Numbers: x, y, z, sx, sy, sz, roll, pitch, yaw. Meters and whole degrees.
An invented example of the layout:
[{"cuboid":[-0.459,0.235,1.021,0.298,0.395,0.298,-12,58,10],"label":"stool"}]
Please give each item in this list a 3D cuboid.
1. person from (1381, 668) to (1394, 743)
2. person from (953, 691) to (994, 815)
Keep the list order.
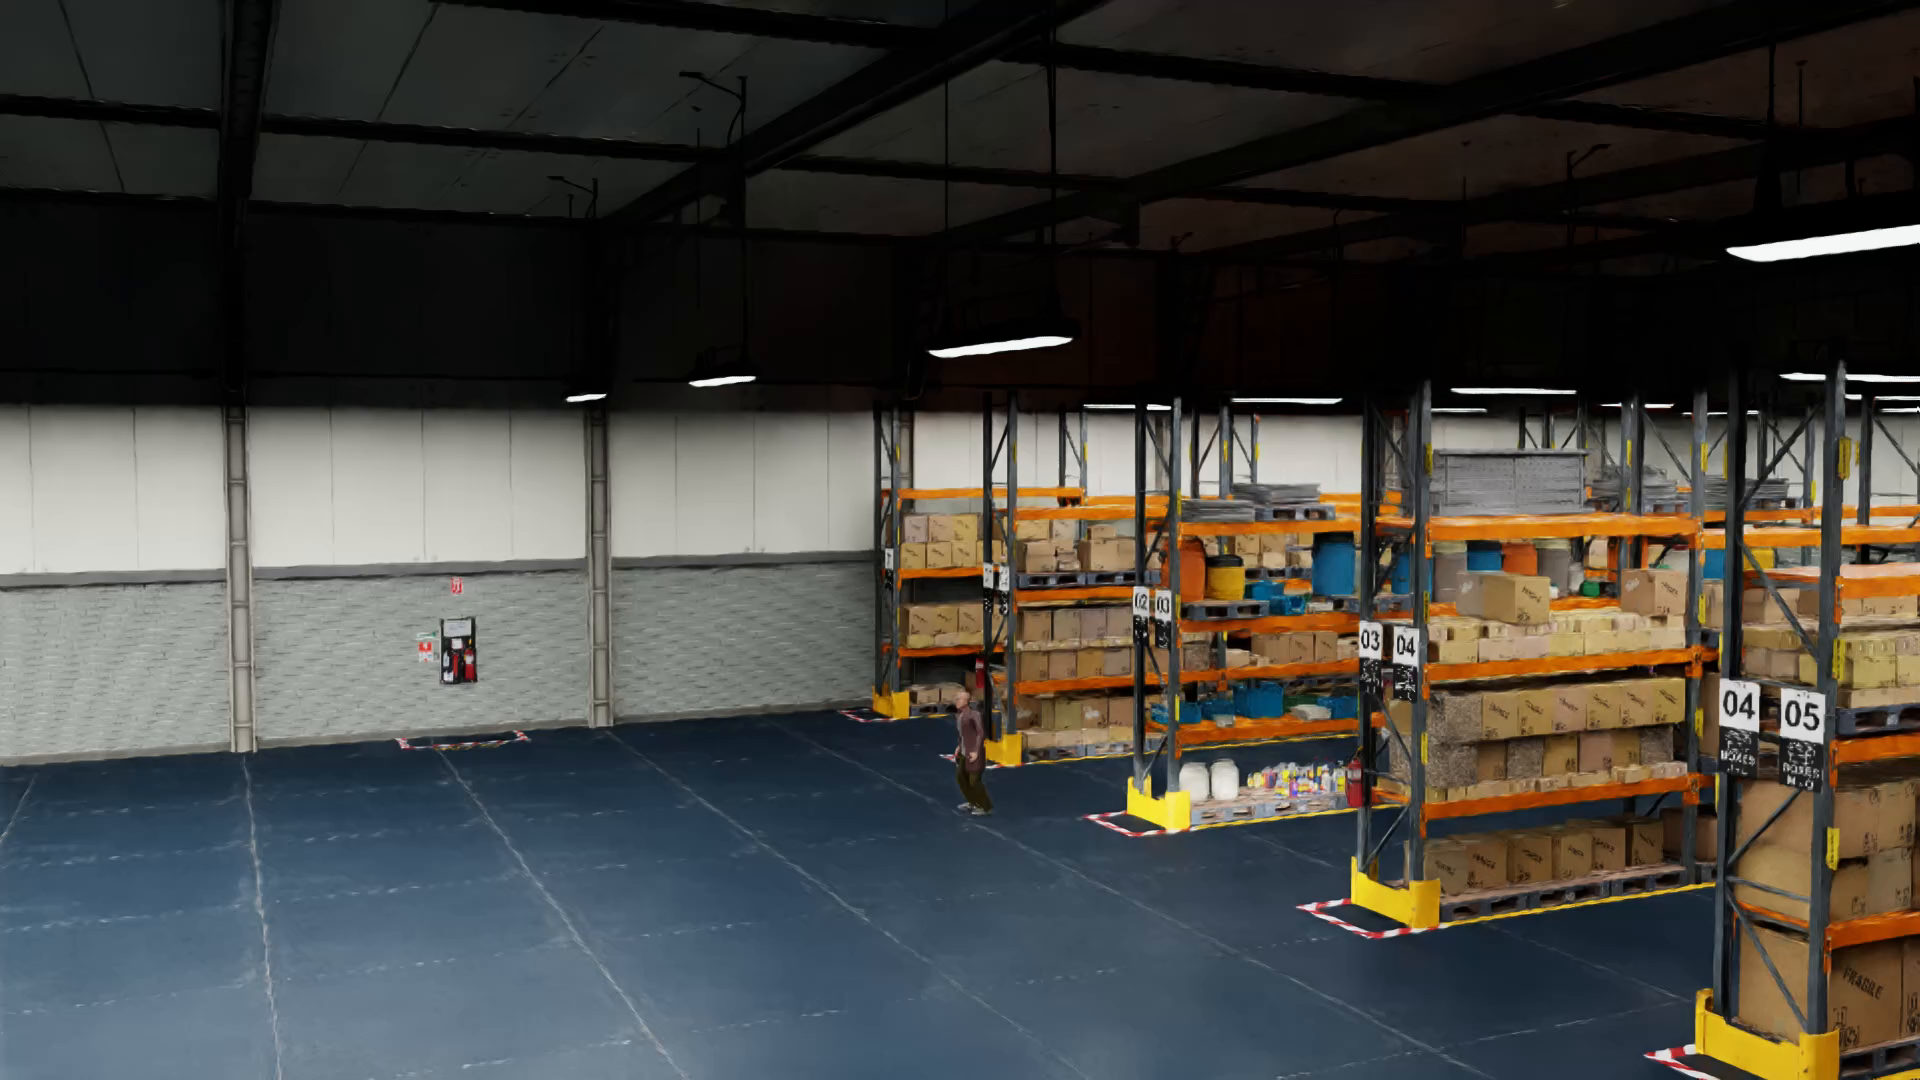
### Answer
[{"cuboid":[7.504,2.597,28.672,0.435,1.766,0.635,3,4,42],"label":"person"},{"cuboid":[0.174,2.954,23.180,0.546,1.733,0.729,-2,4,-26],"label":"person"}]
